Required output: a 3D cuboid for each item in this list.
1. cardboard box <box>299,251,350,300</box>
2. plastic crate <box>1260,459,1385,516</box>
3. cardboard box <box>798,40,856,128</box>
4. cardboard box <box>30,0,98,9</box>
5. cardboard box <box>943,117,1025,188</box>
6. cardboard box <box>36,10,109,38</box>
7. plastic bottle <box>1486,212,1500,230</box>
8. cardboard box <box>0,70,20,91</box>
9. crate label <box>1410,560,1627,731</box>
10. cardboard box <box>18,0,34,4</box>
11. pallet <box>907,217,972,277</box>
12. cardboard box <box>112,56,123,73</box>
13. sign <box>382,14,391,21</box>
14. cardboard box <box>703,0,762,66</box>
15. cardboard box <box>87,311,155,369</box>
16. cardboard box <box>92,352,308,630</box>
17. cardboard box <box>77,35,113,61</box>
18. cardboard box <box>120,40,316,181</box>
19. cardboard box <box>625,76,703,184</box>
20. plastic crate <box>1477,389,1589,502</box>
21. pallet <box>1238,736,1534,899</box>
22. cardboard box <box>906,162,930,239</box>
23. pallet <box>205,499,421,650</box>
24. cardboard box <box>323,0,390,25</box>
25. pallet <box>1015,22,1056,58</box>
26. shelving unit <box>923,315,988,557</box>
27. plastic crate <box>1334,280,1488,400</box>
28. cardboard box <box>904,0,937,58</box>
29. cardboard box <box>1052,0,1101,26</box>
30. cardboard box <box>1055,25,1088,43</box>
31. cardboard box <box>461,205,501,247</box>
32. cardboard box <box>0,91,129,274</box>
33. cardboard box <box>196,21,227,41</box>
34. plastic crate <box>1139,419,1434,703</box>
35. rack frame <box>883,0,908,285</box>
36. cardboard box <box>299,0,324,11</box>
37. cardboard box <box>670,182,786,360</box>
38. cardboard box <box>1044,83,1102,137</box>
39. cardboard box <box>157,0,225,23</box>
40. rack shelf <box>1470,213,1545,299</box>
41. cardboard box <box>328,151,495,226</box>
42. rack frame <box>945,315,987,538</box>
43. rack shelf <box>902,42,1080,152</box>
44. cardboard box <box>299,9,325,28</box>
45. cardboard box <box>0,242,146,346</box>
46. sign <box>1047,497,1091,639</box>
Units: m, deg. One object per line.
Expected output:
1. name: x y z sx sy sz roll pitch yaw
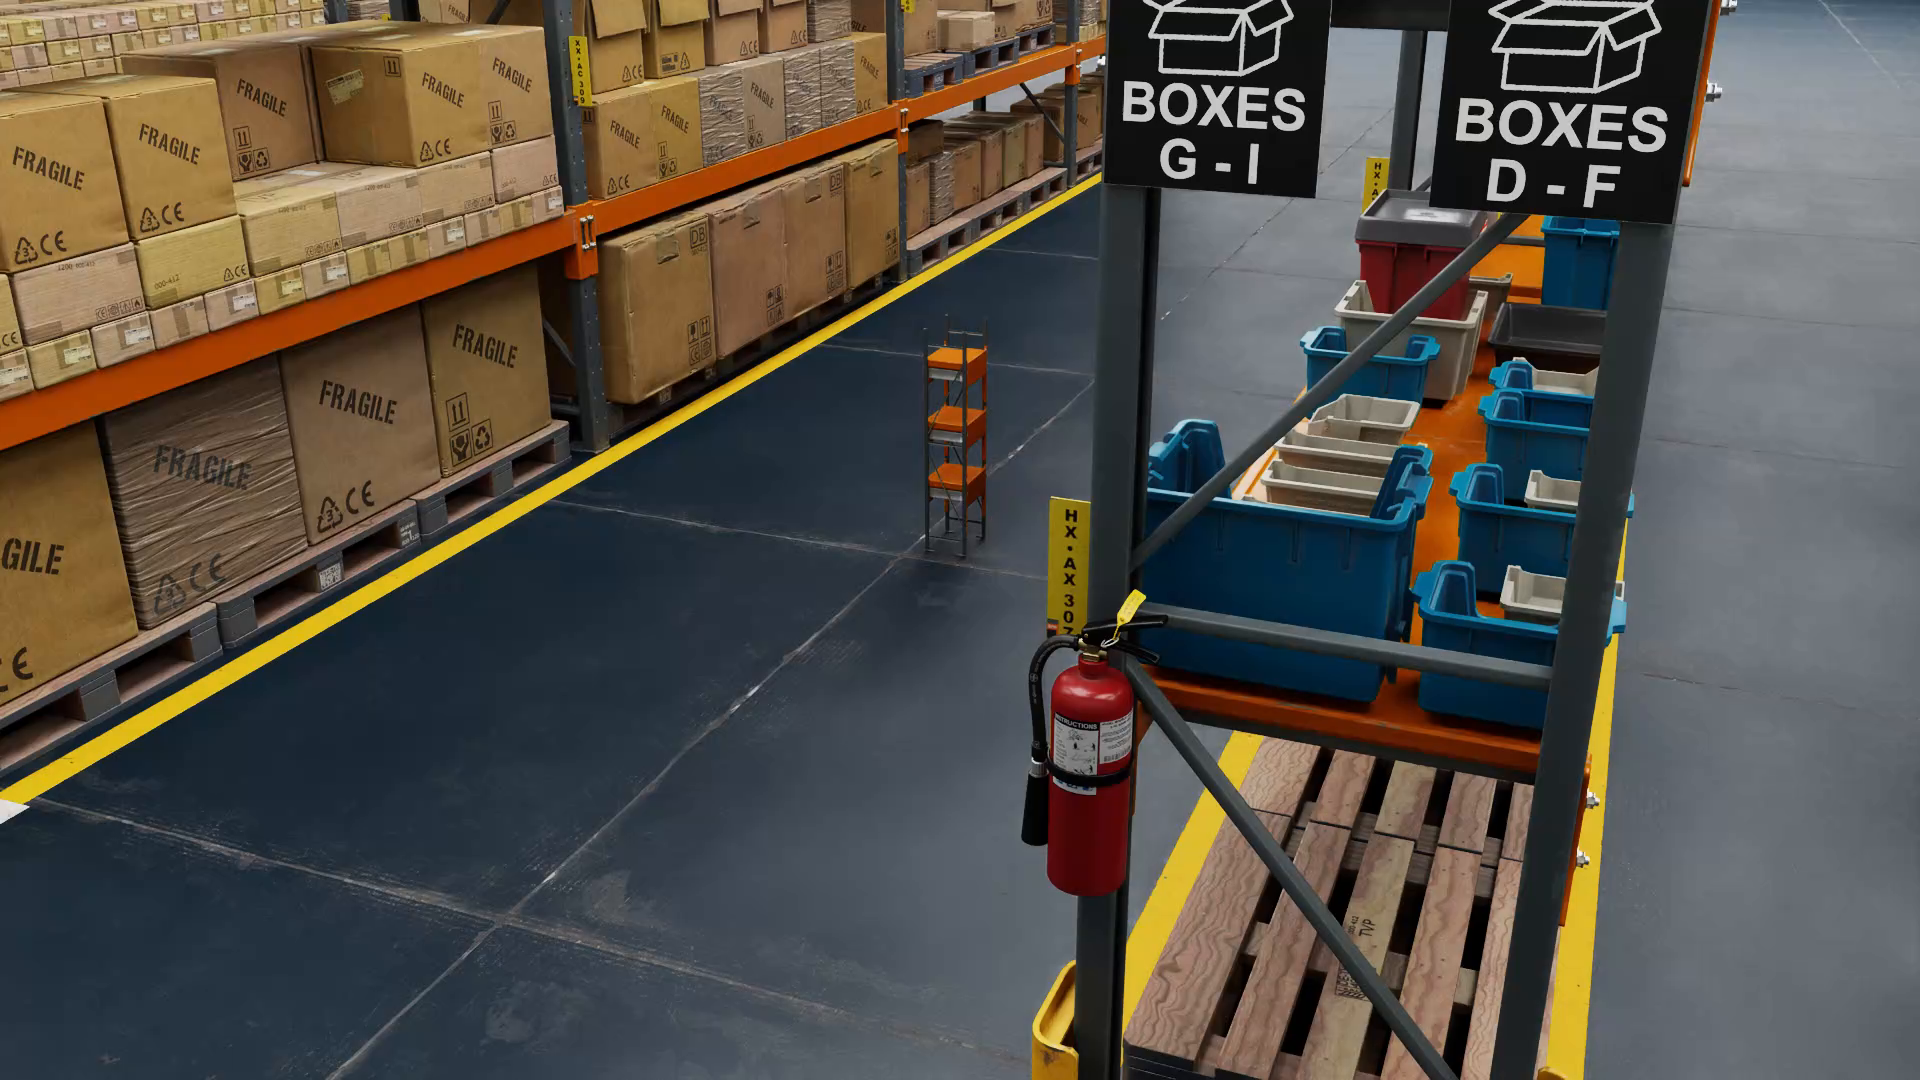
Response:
1. cardboard box: -2.745 -1.101 6.821 0.380 0.149 0.250 9 24 21
2. plastic crate: 1.005 -0.109 4.383 0.396 0.136 0.243 9 24 20
3. cardboard box: -1.021 -3.012 10.939 0.500 0.500 0.500 9 24 20
4. cardboard box: -6.380 -3.757 11.862 0.380 0.149 0.250 8 24 19
5. cardboard box: 0.165 -3.452 14.794 0.700 0.500 0.500 9 24 20
6. cardboard box: -5.973 -3.470 11.176 0.380 0.149 0.250 9 24 20
7. plastic bottle: 2.407 -1.547 7.627 0.144 0.351 0.185 9 24 20
8. cardboard box: -6.260 -2.923 10.638 0.380 0.149 0.250 9 24 21
9. crate label: 1.147 0.225 3.459 0.416 0.233 0.303 9 24 20
10. cardboard box: -9.366 -5.322 16.381 0.380 0.149 0.250 10 25 23
11. pallet: -0.586 -2.348 13.098 1.003 0.211 1.213 9 24 20
12. cardboard box: -5.878 -3.291 11.519 0.380 0.149 0.250 8 24 19
13. sign: -2.871 -2.496 8.434 0.100 0.325 0.005 9 24 20
14. cardboard box: -1.652 -3.131 9.924 0.797 0.503 0.637 10 25 22
15. cardboard box: -3.126 -0.734 5.941 0.380 0.149 0.250 8 24 19
16. cardboard box: -3.348 -0.272 6.722 0.875 0.875 0.875 9 24 20
17. cardboard box: -5.974 -3.336 11.240 0.380 0.149 0.250 10 25 22
18. cardboard box: -3.158 -1.841 7.102 0.500 0.500 0.500 8 24 18
19. cardboard box: -1.775 -2.279 9.185 0.500 0.500 0.500 9 24 20
20. plastic crate: 1.636 -0.246 4.587 0.416 0.233 0.300 9 24 20
21. pallet: 1.546 0.779 5.612 1.003 0.211 1.213 9 24 20
22. cardboard box: -0.647 -2.648 12.869 0.700 0.500 0.500 7 24 17
23. pallet: -3.170 0.062 7.329 1.003 0.211 1.213 9 24 20
24. cardboard box: -5.028 -4.270 13.951 0.500 0.500 0.500 9 24 21
25. pallet: 0.189 -4.446 14.750 1.003 0.211 1.213 9 24 20
26. shelving unit: -0.020 -0.465 7.502 0.215 1.050 0.252 9 24 20
27. plastic crate: 1.497 -0.668 5.533 0.437 0.282 0.530 9 24 20
28. cardboard box: -0.600 -4.008 12.780 0.700 0.500 0.500 13 26 28
29. cardboard box: 0.833 -5.122 15.606 0.875 0.500 0.500 9 24 20
30. cardboard box: 0.967 -4.705 15.448 0.380 0.149 0.250 9 24 20
31. cardboard box: -2.363 -1.468 7.699 0.380 0.149 0.250 8 24 19
32. cardboard box: -3.235 -1.219 5.612 0.500 0.500 0.500 8 24 19
33. cardboard box: -5.587 -3.706 12.127 0.380 0.149 0.250 9 24 20
34. plastic crate: 0.700 0.026 3.673 0.616 0.435 0.499 9 24 20
35. rack frame: -0.878 -3.355 11.891 1.000 3.000 0.127 9 24 20
36. cardboard box: -5.202 -4.213 12.954 0.380 0.149 0.250 8 24 18
37. cardboard box: -1.813 -1.689 10.114 1.225 0.875 0.875 8 24 18
38. cardboard box: 1.157 -4.404 17.100 0.500 0.500 0.500 7 24 15
39. cardboard box: -5.585 -3.848 12.080 0.380 0.149 0.250 9 24 20
40. rack shelf: 2.978 -1.599 8.619 1.077 0.370 4.000 9 24 20
41. cardboard box: -2.474 -1.611 7.524 0.500 0.250 0.500 10 24 22
42. rack frame: 0.025 -0.509 7.606 0.200 1.050 0.008 9 24 20
43. rack shelf: -0.135 -3.739 13.743 1.077 0.370 4.000 9 24 20
44. cardboard box: -5.206 -4.075 13.009 0.380 0.149 0.250 9 24 21
45. cardboard box: -3.233 -0.881 5.775 0.500 0.250 0.500 8 24 19
46. sign: 0.233 0.068 3.483 0.100 0.325 0.005 9 24 20
